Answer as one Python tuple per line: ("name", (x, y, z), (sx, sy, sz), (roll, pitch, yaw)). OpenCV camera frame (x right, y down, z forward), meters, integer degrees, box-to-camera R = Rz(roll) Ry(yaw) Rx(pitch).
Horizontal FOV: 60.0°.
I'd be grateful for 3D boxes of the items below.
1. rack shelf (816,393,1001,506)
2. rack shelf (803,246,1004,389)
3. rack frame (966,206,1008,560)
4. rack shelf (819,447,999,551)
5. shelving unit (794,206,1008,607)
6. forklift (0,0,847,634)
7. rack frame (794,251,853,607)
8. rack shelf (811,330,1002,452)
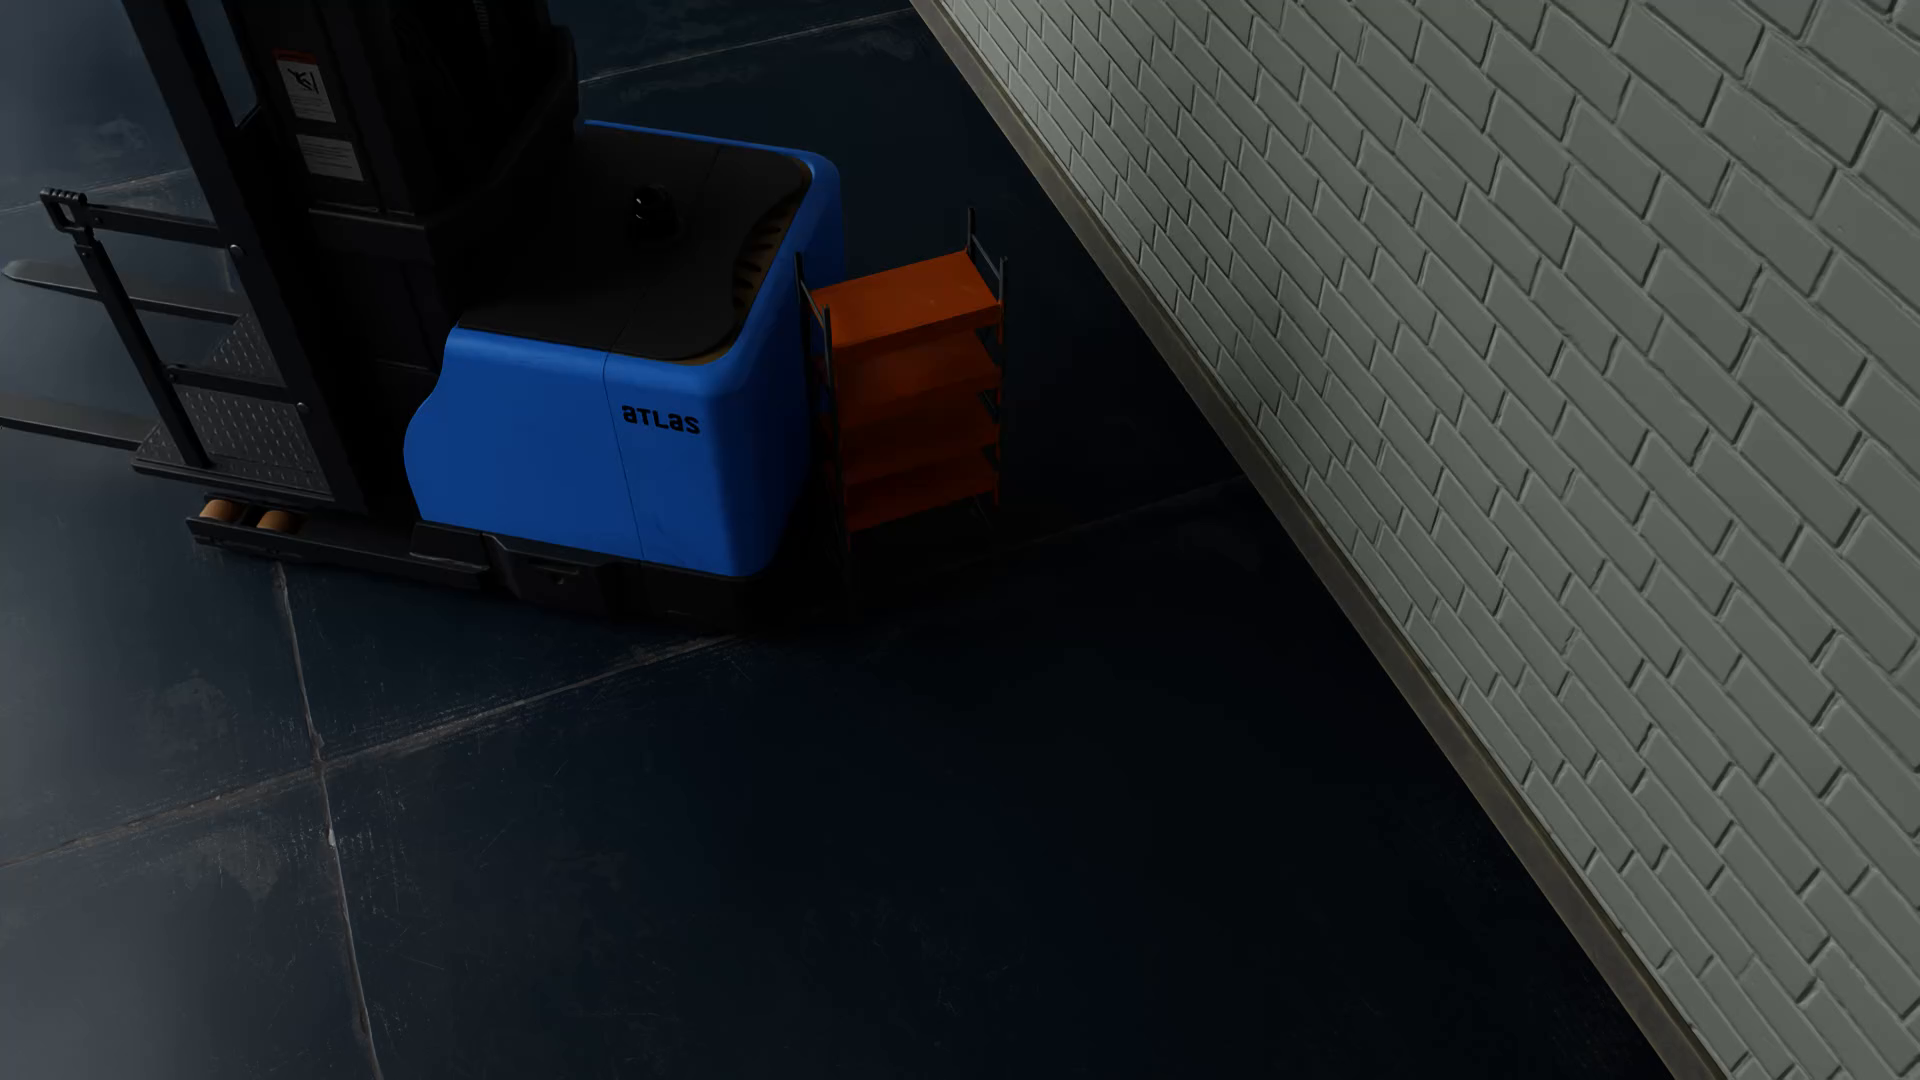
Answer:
("rack shelf", (-0.153, -0.300, 4.805), (0.480, 0.148, 0.258), (-17, 52, -14))
("rack shelf", (-0.153, -0.599, 4.456), (0.480, 0.148, 0.258), (-17, 52, -14))
("rack frame", (0.073, -0.413, 4.814), (0.015, 1.200, 0.240), (-17, 52, -14))
("rack shelf", (-0.153, -0.170, 4.956), (0.480, 0.148, 0.258), (-17, 52, -14))
("shelving unit", (-0.153, -0.343, 4.754), (0.503, 1.200, 0.258), (-17, 52, -14))
("forklift", (-1.906, -1.269, 4.407), (3.031, 2.935, 1.130), (10, 50, 9))
("rack frame", (-0.379, -0.273, 4.694), (0.015, 1.200, 0.240), (-17, 52, -14))
("rack shelf", (-0.153, -0.445, 4.635), (0.480, 0.148, 0.258), (-17, 52, -14))
